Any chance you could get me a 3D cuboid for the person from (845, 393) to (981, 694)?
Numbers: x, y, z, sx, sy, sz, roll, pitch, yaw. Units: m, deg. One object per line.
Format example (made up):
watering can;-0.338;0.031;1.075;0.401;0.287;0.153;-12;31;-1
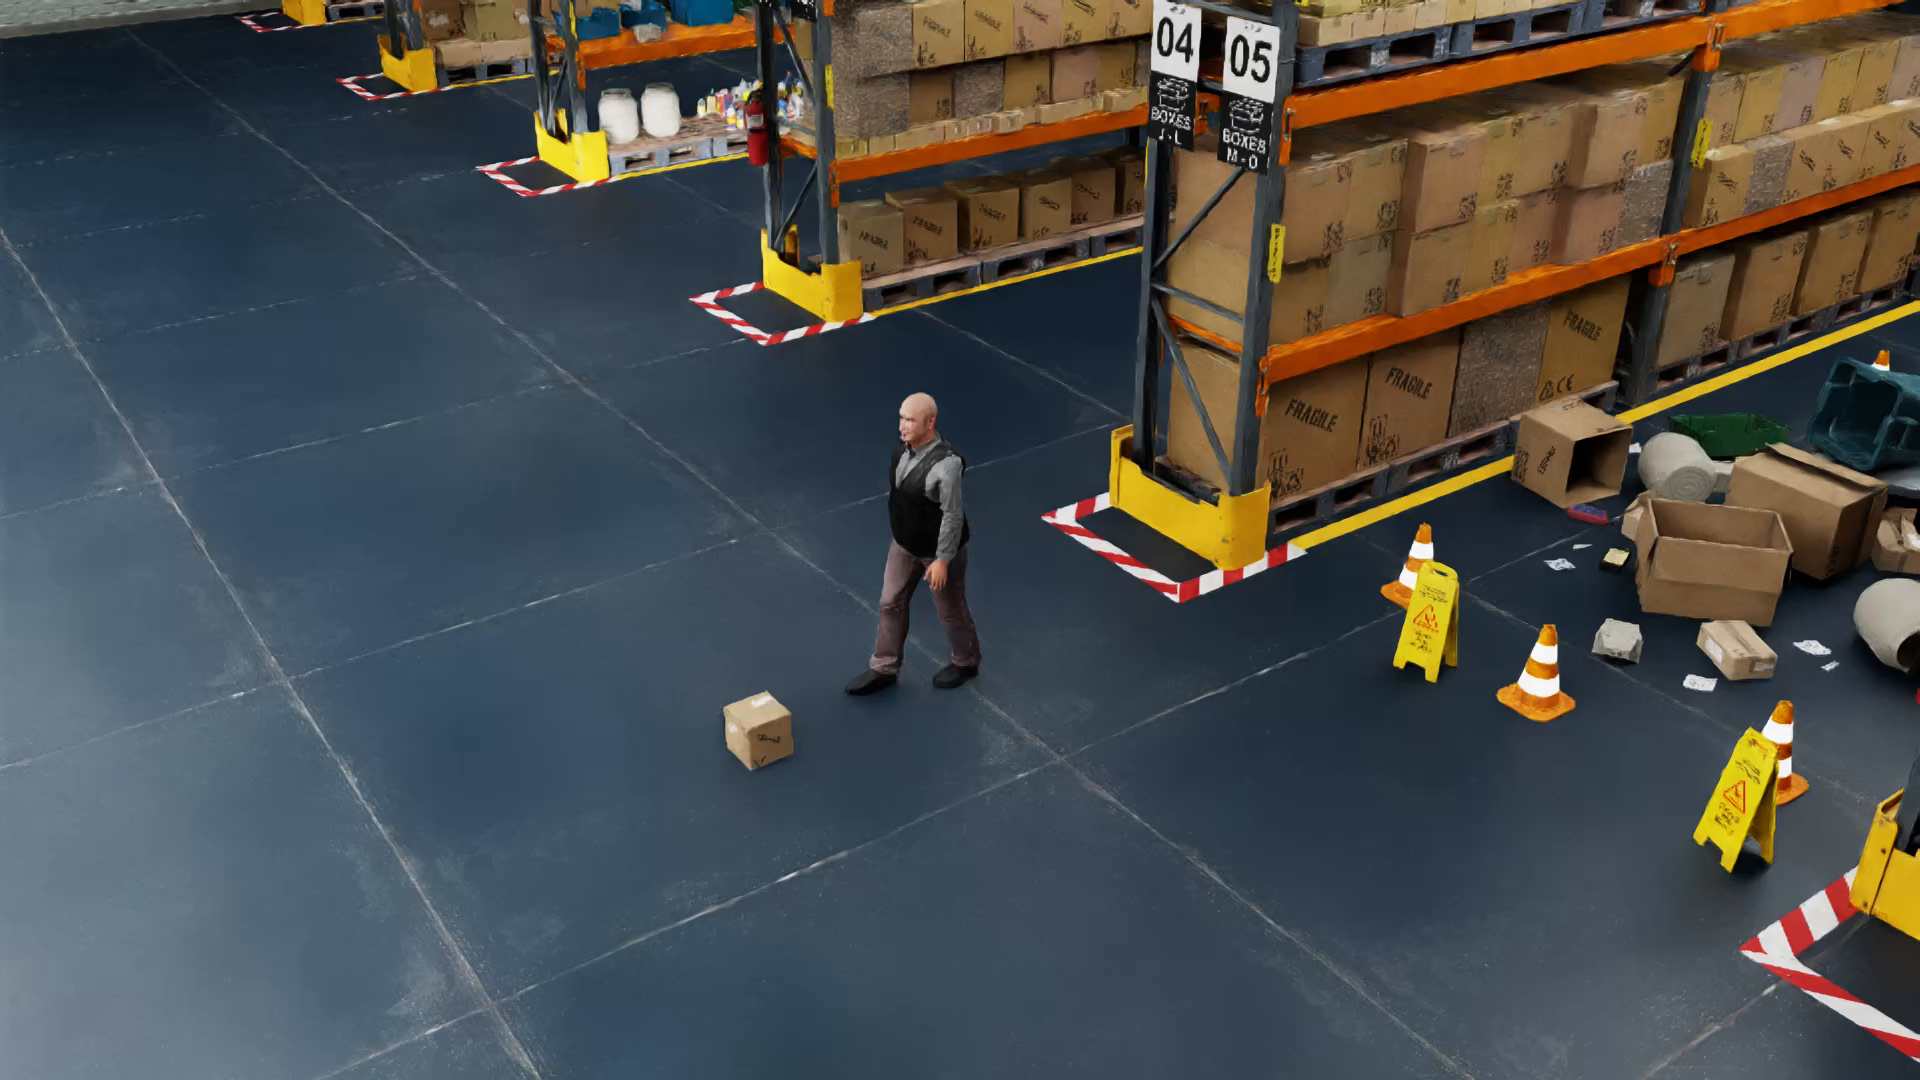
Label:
person;-0.193;0.046;8.543;0.723;1.706;0.537;-20;34;-33
